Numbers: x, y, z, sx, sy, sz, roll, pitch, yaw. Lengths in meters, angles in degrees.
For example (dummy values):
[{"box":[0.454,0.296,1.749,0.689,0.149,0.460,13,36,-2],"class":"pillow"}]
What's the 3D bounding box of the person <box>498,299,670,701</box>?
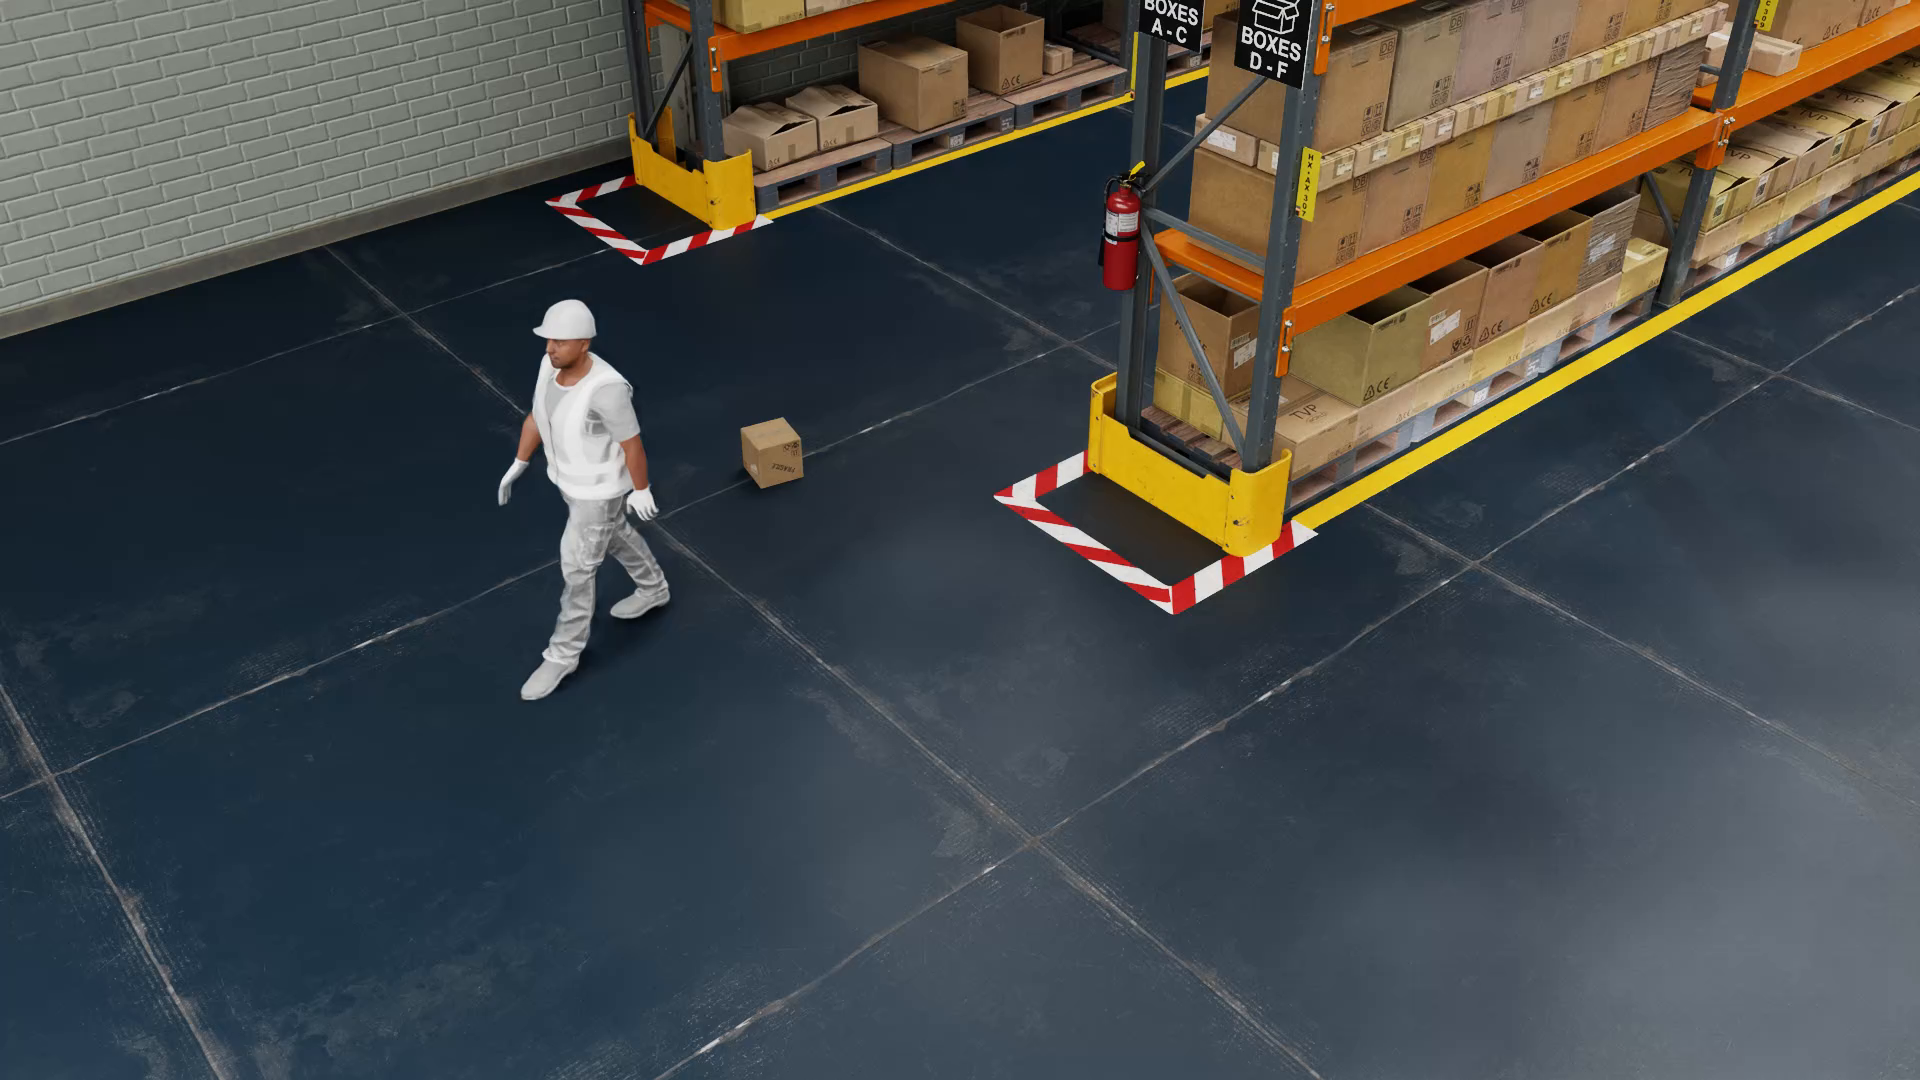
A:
[{"box":[-1.731,-0.222,7.366,0.904,1.774,0.567,-27,43,-32],"class":"person"}]
